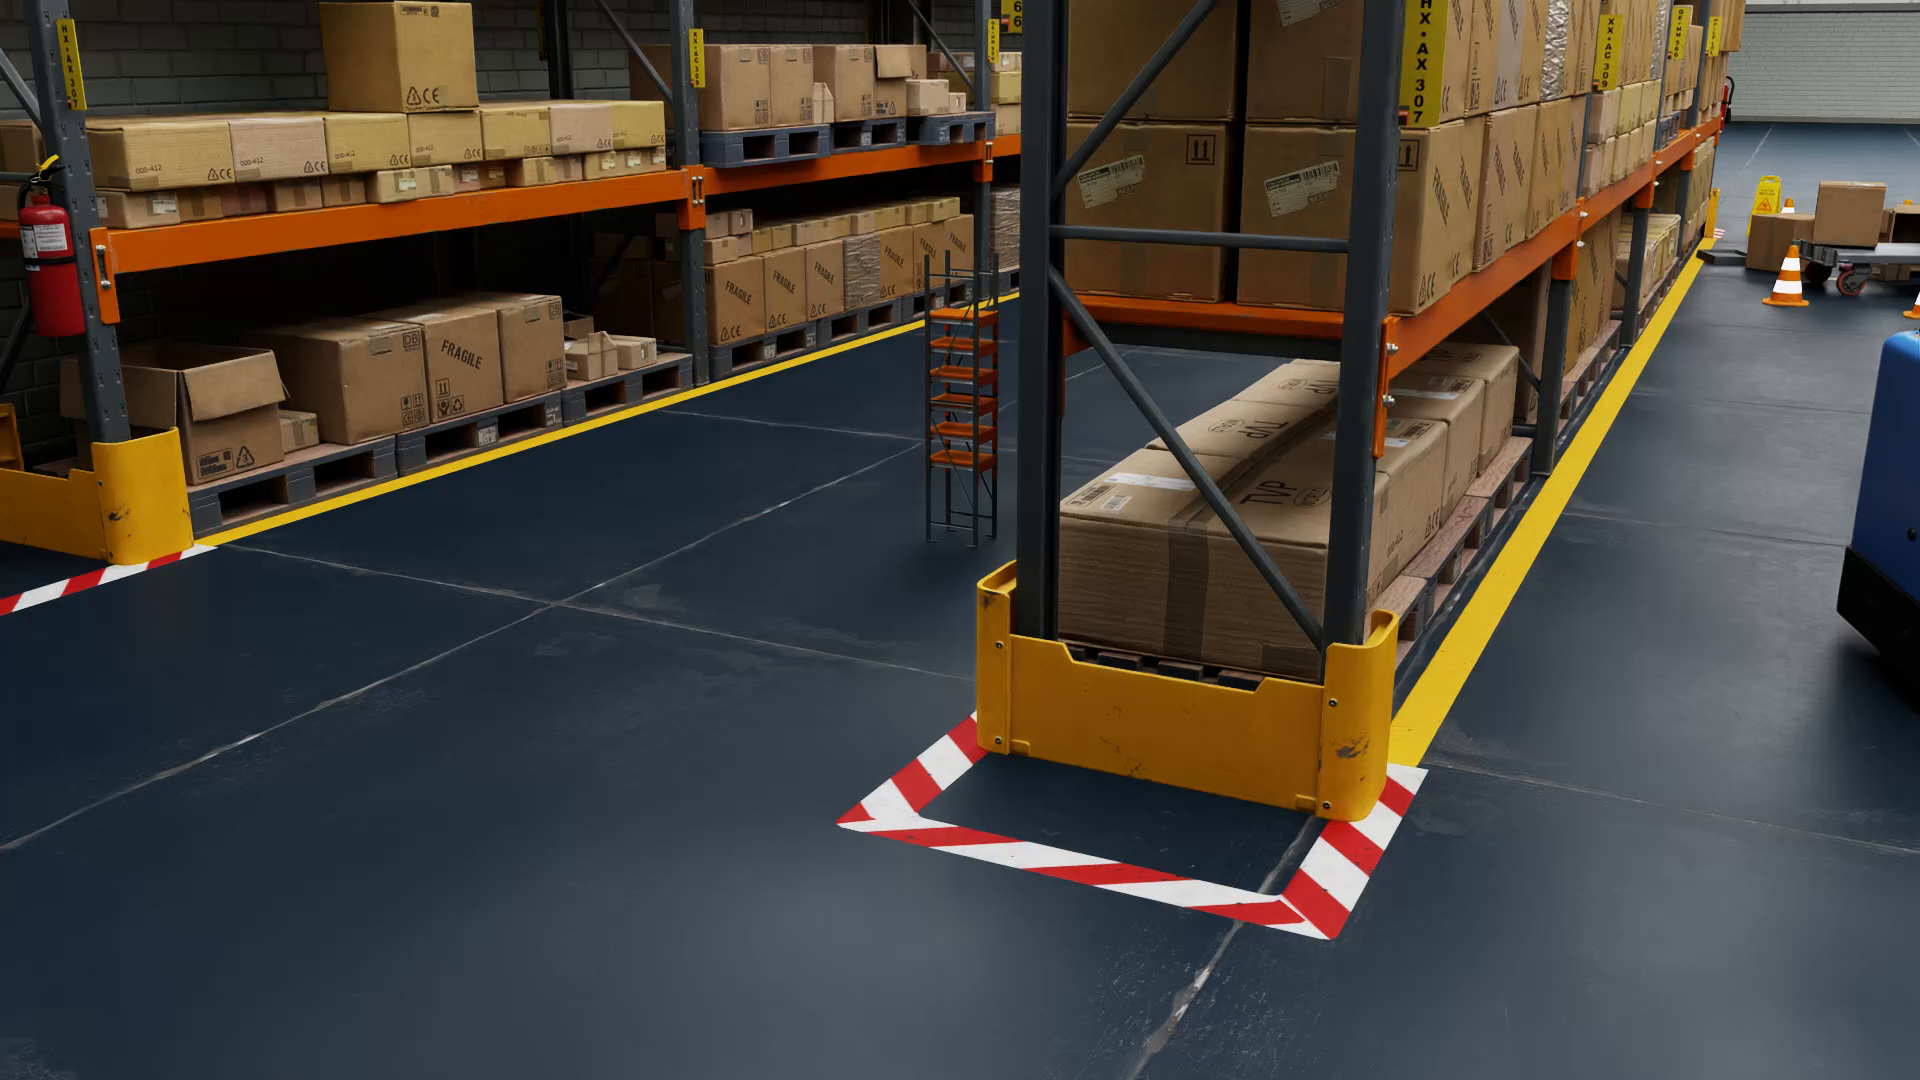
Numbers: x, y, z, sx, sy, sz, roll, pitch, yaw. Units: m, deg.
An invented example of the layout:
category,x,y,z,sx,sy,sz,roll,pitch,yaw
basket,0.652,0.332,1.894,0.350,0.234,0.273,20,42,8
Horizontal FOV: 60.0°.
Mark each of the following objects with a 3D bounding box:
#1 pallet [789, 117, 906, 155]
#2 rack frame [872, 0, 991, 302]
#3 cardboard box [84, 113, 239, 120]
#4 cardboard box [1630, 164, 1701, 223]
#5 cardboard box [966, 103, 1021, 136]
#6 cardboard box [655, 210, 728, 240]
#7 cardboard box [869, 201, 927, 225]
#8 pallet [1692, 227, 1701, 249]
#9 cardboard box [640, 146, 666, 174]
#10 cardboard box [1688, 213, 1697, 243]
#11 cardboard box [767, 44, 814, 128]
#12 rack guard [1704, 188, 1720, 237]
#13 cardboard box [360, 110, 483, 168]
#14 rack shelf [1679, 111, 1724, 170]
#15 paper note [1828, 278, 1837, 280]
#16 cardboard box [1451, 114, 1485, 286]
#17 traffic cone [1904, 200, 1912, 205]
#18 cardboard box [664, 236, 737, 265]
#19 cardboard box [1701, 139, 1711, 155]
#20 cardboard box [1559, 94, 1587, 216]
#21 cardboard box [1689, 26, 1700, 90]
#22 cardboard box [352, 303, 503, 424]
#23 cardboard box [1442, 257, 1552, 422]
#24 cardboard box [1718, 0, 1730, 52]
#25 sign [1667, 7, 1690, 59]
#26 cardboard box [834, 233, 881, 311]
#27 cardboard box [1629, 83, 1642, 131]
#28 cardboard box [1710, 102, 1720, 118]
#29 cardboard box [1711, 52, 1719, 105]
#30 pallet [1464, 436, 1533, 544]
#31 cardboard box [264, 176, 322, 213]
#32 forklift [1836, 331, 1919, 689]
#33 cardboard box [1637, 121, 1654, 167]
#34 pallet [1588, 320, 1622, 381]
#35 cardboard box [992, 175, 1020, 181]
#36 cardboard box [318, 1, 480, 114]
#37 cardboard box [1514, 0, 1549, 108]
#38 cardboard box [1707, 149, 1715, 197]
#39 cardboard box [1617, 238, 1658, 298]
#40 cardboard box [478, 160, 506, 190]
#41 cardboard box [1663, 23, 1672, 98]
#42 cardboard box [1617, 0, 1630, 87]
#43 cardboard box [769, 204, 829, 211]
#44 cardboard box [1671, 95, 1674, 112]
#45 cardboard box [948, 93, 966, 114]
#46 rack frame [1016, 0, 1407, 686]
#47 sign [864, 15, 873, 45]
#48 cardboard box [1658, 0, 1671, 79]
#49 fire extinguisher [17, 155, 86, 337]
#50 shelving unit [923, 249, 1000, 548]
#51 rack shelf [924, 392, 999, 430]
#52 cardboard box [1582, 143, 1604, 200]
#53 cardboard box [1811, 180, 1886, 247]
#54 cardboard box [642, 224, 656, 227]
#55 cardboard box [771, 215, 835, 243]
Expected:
category,x,y,z,sx,sy,sz,roll,pitch,yaw
pallet,-1.095,-2.877,11.780,1.003,0.211,1.213,8,18,25
rack frame,-0.230,-3.465,13.422,1.000,3.000,0.127,8,18,25
cardboard box,-3.605,-1.780,7.490,0.500,0.250,0.500,8,18,26
cardboard box,6.505,-3.212,15.345,0.500,0.500,0.500,9,19,28
cardboard box,0.187,-3.475,13.719,0.500,0.250,0.500,8,18,26
cardboard box,-1.673,-1.968,10.373,0.380,0.149,0.250,8,18,24
cardboard box,-0.475,-2.486,12.640,0.380,0.149,0.250,7,18,24
pallet,7.359,-3.314,17.810,1.003,0.211,1.213,8,18,25
cardboard box,-1.934,-2.212,9.646,0.380,0.149,0.250,8,18,26
cardboard box,6.733,-2.990,15.914,0.500,0.250,0.500,9,19,28
cardboard box,-1.369,-2.922,10.681,0.700,0.500,0.500,8,18,26
rack guard,7.753,-3.655,18.451,1.175,0.500,0.348,8,18,25
cardboard box,-2.703,-1.970,8.130,0.500,0.250,0.500,8,18,24
rack shelf,6.894,-4.018,16.547,1.077,0.370,4.000,8,18,25
paper note,7.763,-2.348,14.876,0.148,0.019,0.142,8,18,25
cardboard box,1.310,-1.063,5.159,0.500,0.500,0.500,8,18,25
traffic cone,9.894,-3.328,17.416,0.336,0.463,0.334,8,18,25
cardboard box,-1.619,-1.818,10.389,0.380,0.149,0.250,9,19,28
cardboard box,7.324,-3.956,16.711,0.380,0.149,0.250,9,19,28
cardboard box,2.447,-1.713,7.347,0.500,0.500,0.500,8,18,26
cardboard box,5.778,-3.972,13.693,0.500,0.500,0.500,8,18,26
cardboard box,-2.704,-0.909,8.469,0.500,0.500,0.500,8,19,26
cardboard box,2.631,-1.166,8.678,0.875,0.875,0.875,9,19,27
cardboard box,6.638,-4.735,15.244,0.700,0.500,0.500,8,18,26
sign,4.710,-3.320,10.899,0.100,0.325,0.005,8,18,25
cardboard box,-0.906,-1.939,11.936,0.500,0.500,0.500,7,18,23
cardboard box,3.555,-2.450,9.391,0.500,0.250,0.500,7,18,24
cardboard box,7.576,-4.419,17.074,0.380,0.149,0.250,8,19,26
cardboard box,7.093,-4.509,16.238,0.500,0.500,0.500,8,18,26
pallet,2.015,-0.295,7.647,1.003,0.211,1.213,8,18,25
cardboard box,-3.086,-1.554,7.430,0.380,0.149,0.250,9,19,27
forklift,4.549,-0.895,4.889,3.031,2.935,1.130,3,17,8
cardboard box,4.005,-2.469,10.331,0.500,0.250,0.500,8,19,26
pallet,3.793,-1.307,11.052,1.003,0.211,1.213,8,18,25
cardboard box,0.647,-3.024,15.371,0.875,0.625,0.625,7,18,23
cardboard box,-2.691,-2.321,7.994,0.500,0.500,0.500,9,19,27
cardboard box,1.777,-1.802,5.891,0.500,0.500,0.500,8,18,26
cardboard box,7.662,-3.878,17.586,0.500,0.500,0.500,8,18,26
cardboard box,4.796,-2.108,12.730,0.950,0.372,0.625,8,18,24
cardboard box,-2.571,-1.890,8.562,0.380,0.149,0.250,8,18,26
cardboard box,4.621,-3.311,11.470,0.500,0.500,0.500,8,18,24
cardboard box,3.081,-2.551,8.415,0.500,0.500,0.500,8,18,25
cardboard box,-1.202,-2.418,12.410,0.380,0.149,0.250,8,18,24
cardboard box,5.290,-3.380,12.840,0.380,0.149,0.250,9,19,27
cardboard box,-0.180,-3.330,12.670,0.380,0.149,0.250,8,19,26
rack frame,0.638,-0.797,4.439,1.000,3.000,0.127,8,18,25
sign,-0.728,-4.090,13.492,0.100,0.325,0.005,8,18,25
cardboard box,4.215,-3.197,10.587,0.500,0.500,0.500,8,18,24
fire extinguisher,-3.457,-1.115,6.301,0.296,0.674,0.183,8,18,25
shelving unit,0.006,-0.579,6.866,0.258,1.200,0.189,8,18,25
rack shelf,0.006,-0.536,6.879,0.258,0.103,0.180,8,18,25
cardboard box,2.858,-1.822,8.154,0.500,0.250,0.500,8,18,24
cardboard box,7.606,-2.799,14.241,0.500,0.500,0.500,8,18,25
cardboard box,-1.897,-2.021,11.075,0.380,0.149,0.250,8,18,26
cardboard box,-1.091,-2.158,11.536,0.380,0.149,0.250,9,19,27
